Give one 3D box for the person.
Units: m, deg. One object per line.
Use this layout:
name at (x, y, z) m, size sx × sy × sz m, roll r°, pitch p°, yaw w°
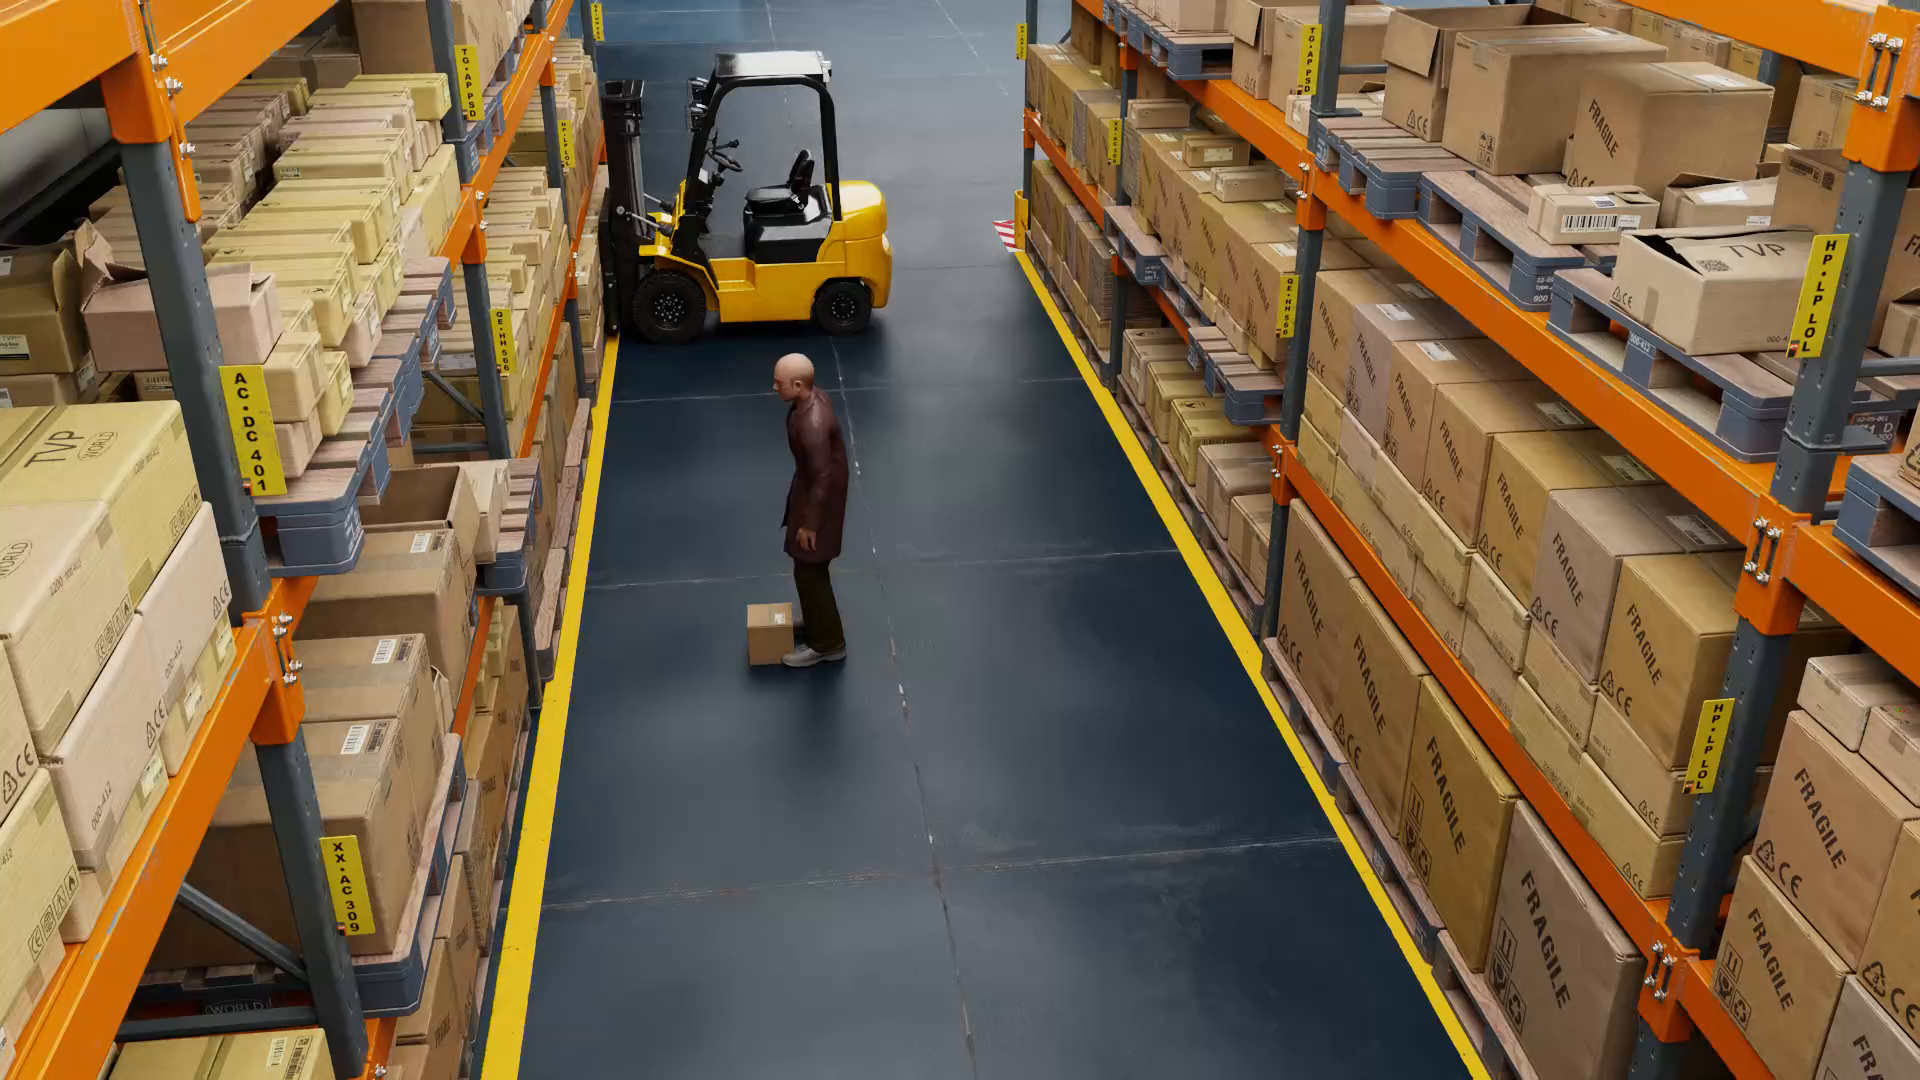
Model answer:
person at (-0.810, -0.178, 8.986) m, size 0.428 × 1.773 × 0.641 m, roll -4°, pitch 27°, yaw -7°
